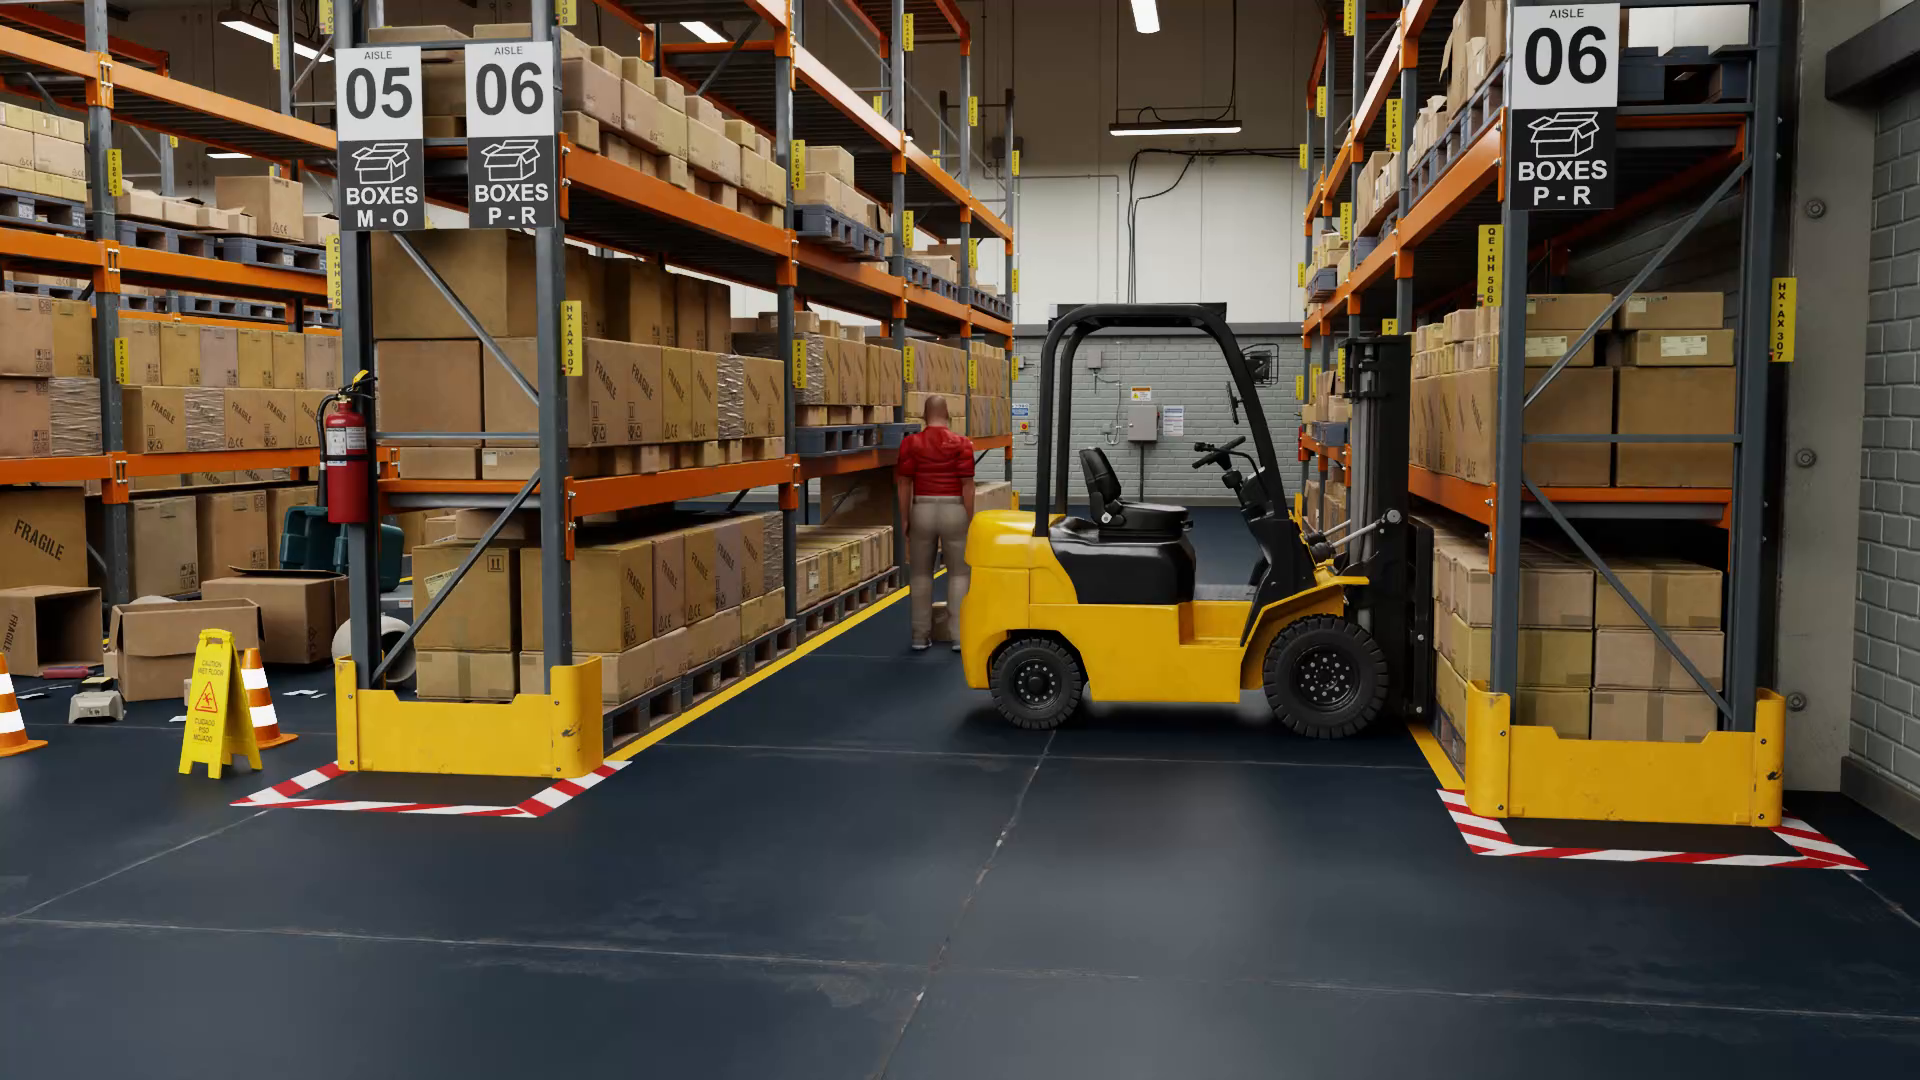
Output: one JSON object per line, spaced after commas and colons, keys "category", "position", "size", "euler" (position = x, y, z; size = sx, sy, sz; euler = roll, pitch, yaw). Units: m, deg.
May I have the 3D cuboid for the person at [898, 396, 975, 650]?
{"category": "person", "position": [-0.155, -0.110, 11.286], "size": [0.529, 1.727, 0.359], "euler": [1, 4, 7]}
